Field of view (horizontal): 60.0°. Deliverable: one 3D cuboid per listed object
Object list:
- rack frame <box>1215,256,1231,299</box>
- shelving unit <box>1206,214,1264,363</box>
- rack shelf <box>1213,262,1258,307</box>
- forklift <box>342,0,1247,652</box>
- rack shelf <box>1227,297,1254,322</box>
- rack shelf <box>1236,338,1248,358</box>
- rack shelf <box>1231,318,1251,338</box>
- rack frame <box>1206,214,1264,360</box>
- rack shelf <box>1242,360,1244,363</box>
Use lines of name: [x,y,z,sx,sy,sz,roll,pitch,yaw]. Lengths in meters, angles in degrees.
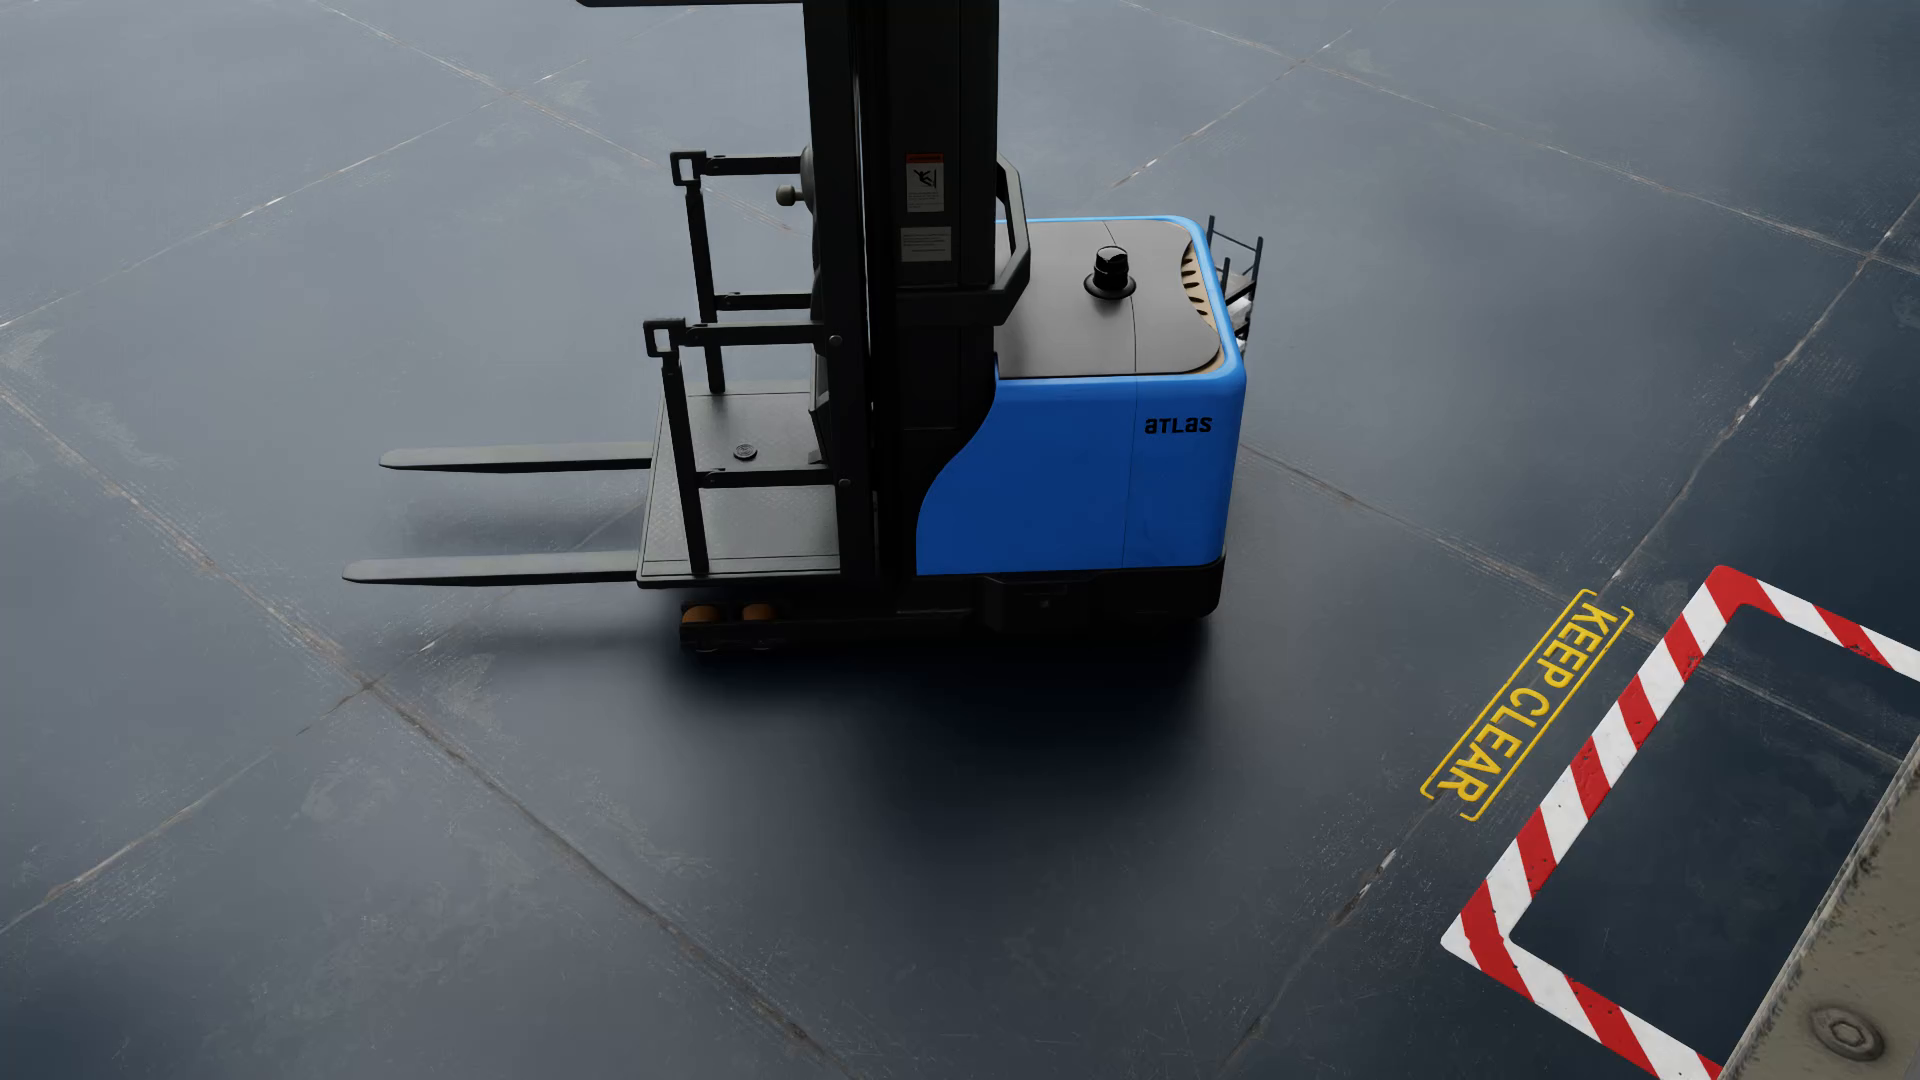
rack frame: [0.864,-0.717,6.280,0.240,0.900,0.006,32,49,30]
shelving unit: [0.934,-0.764,6.337,0.258,0.900,0.210,32,49,30]
rack shelf: [0.940,-0.943,6.183,0.258,0.077,0.200,32,49,30]
forklift: [-0.624,-1.064,5.162,3.031,2.935,1.130,-2,42,-2]
rack shelf: [0.938,-0.875,6.241,0.258,0.077,0.200,32,49,30]
rack shelf: [0.933,-0.739,6.359,0.258,0.077,0.200,32,49,30]
rack shelf: [0.935,-0.807,6.300,0.258,0.077,0.200,32,49,30]
rack frame: [1.004,-0.811,6.394,0.240,0.900,0.006,32,49,30]
rack shelf: [0.931,-0.671,6.418,0.258,0.077,0.200,32,49,30]
